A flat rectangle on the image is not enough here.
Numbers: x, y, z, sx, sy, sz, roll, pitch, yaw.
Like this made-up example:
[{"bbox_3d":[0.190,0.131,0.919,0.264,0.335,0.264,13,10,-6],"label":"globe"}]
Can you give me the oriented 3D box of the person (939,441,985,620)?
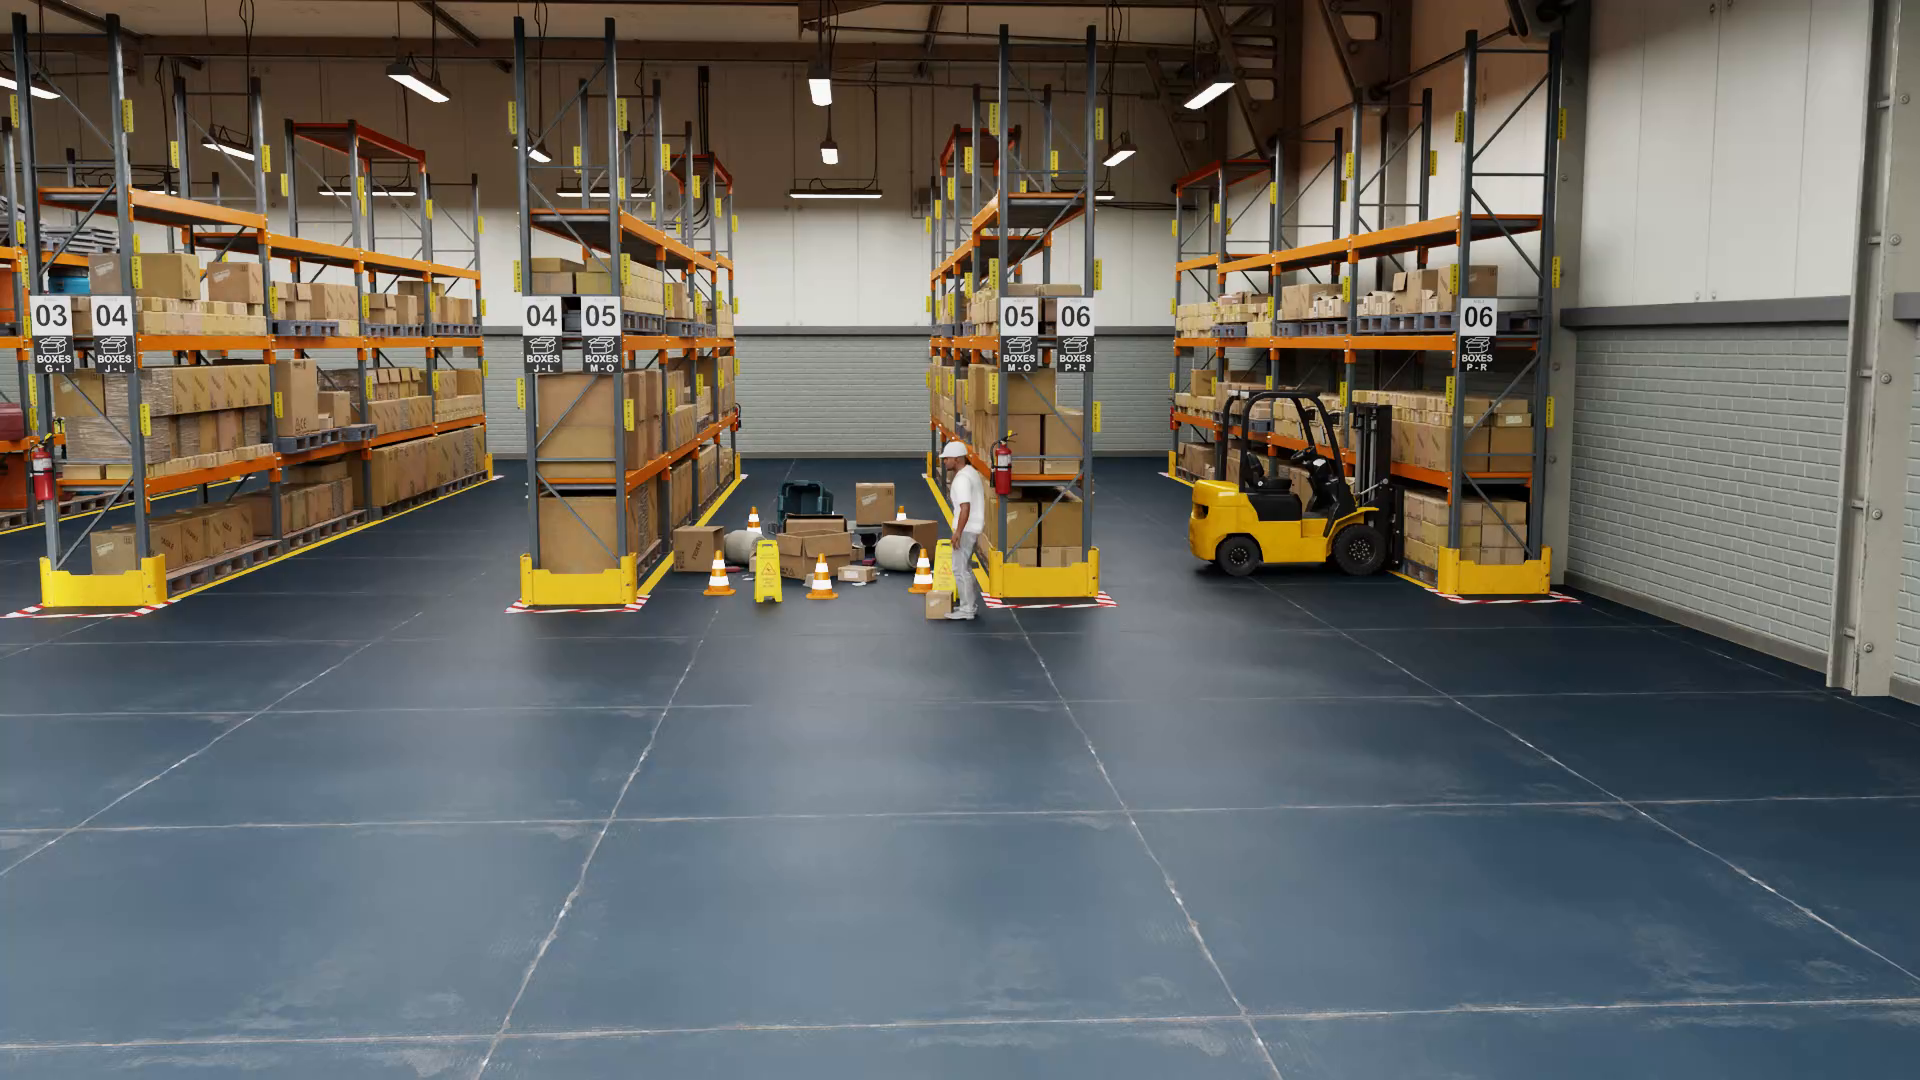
[{"bbox_3d":[0.019,-0.101,16.510,0.460,1.761,0.637,1,7,6],"label":"person"}]
